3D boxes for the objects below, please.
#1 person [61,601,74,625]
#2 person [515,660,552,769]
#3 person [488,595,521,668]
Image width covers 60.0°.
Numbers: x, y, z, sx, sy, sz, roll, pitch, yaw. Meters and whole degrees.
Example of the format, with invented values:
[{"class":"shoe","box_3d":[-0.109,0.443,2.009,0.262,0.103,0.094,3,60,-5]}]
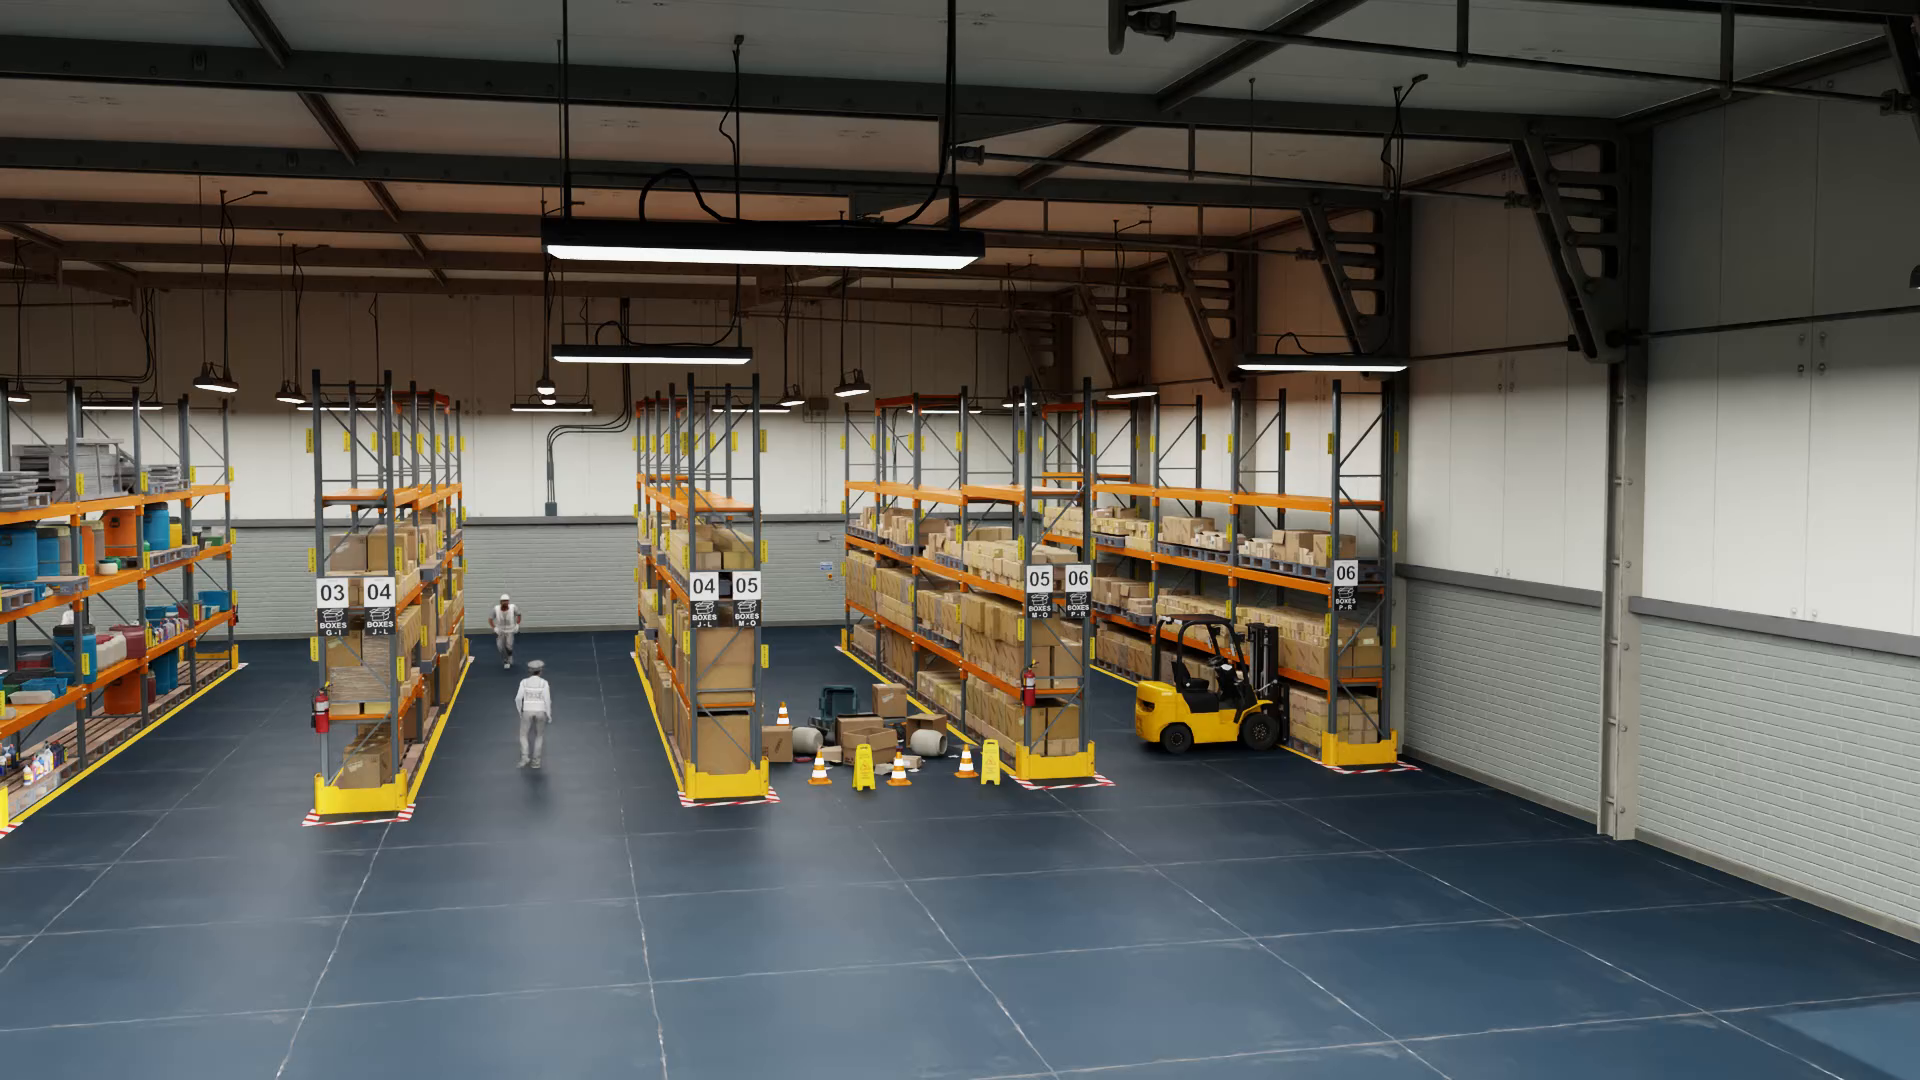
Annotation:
[{"class":"person","box_3d":[-19.247,2.095,36.122,0.473,1.667,0.548,3,5,44]},{"class":"person","box_3d":[-6.555,2.700,25.556,0.537,1.660,0.653,-1,3,-13]},{"class":"person","box_3d":[-10.111,2.032,36.948,0.670,1.682,0.648,0,3,-5]}]
